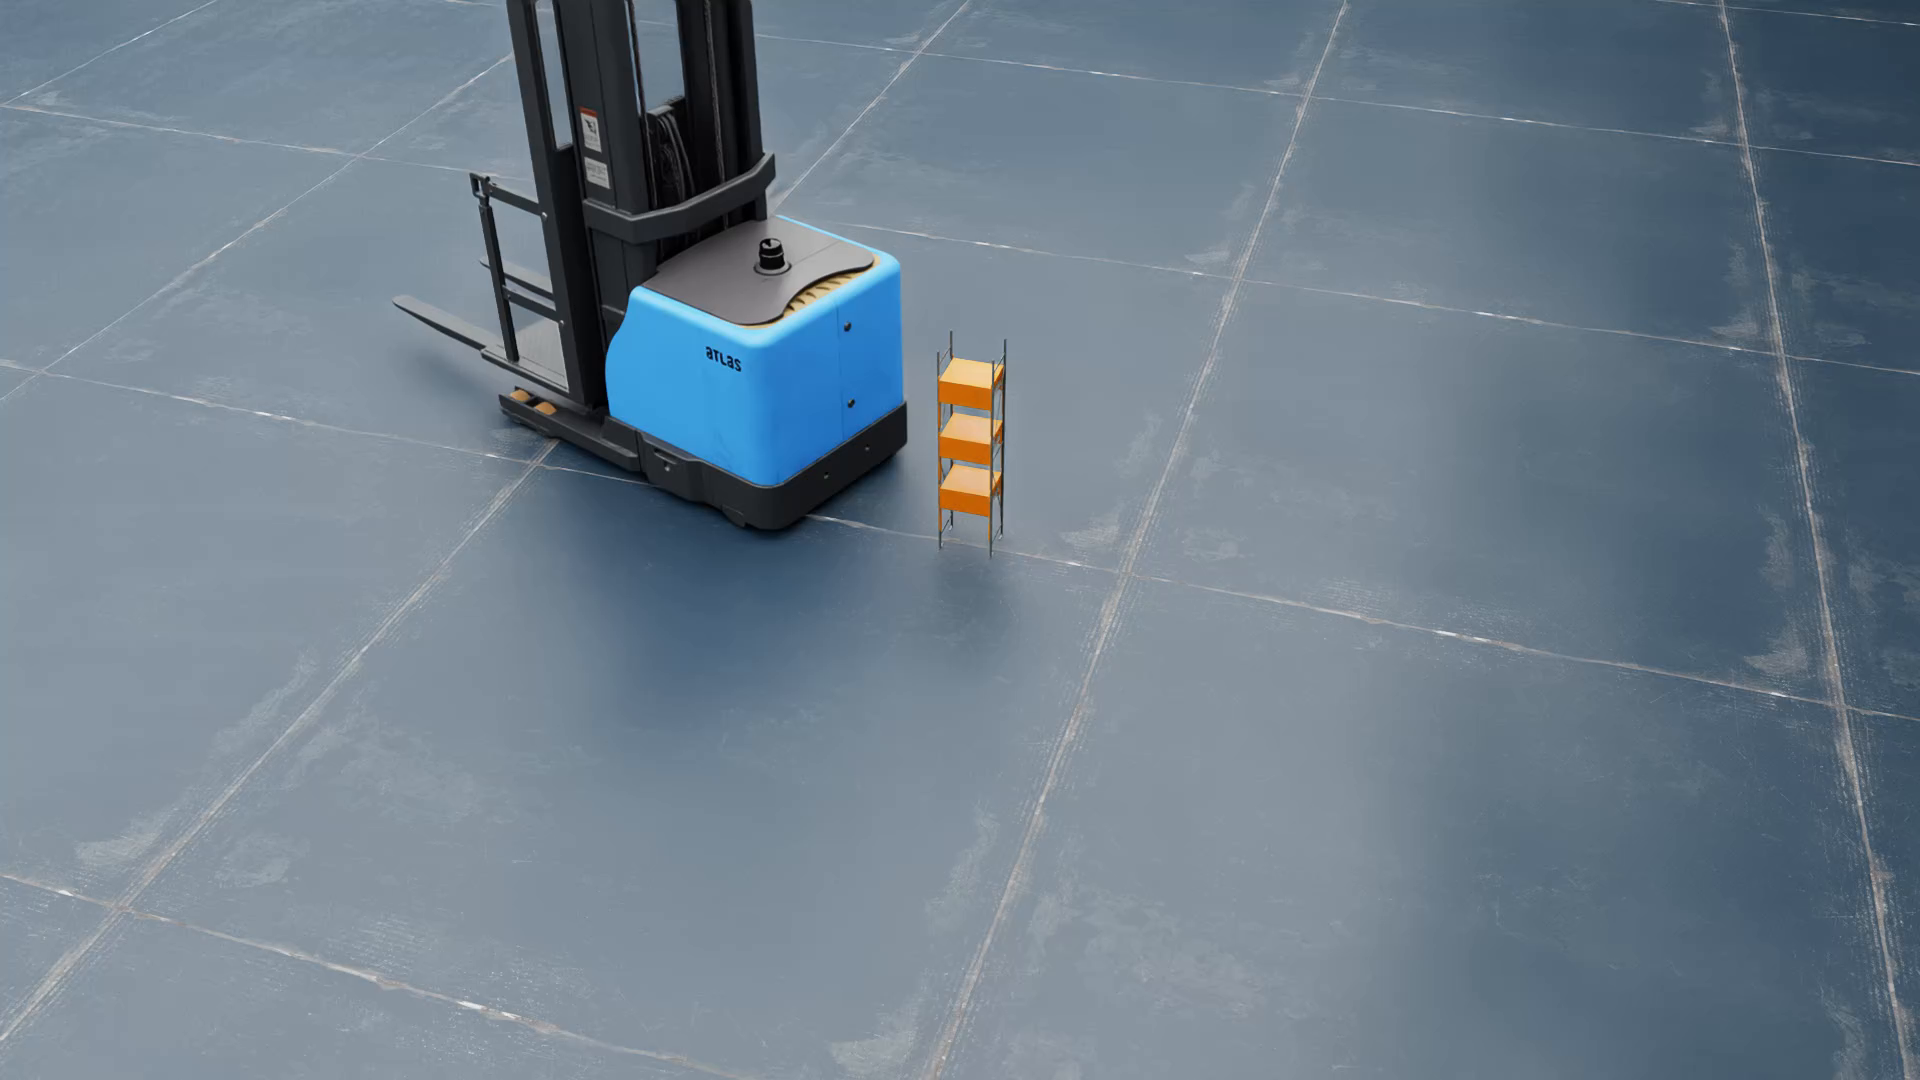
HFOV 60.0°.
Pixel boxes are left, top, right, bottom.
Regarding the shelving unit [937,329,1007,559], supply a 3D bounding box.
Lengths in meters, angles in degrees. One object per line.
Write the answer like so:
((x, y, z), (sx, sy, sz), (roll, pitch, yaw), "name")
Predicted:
((0.051, -0.413, 7.426), (0.252, 1.050, 0.215), (10, 38, 14), "shelving unit")

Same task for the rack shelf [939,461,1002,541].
((0.051, -0.181, 7.597), (0.240, 0.259, 0.215), (10, 38, 14), "rack shelf")

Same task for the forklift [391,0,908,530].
((-1.738, -1.936, 7.908), (3.031, 2.935, 1.130), (25, 43, 29), "forklift")

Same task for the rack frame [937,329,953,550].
((-0.065, -0.435, 7.455), (0.008, 1.050, 0.200), (10, 38, 14), "rack frame")

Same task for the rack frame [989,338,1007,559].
((0.168, -0.392, 7.397), (0.008, 1.050, 0.200), (10, 38, 14), "rack frame")

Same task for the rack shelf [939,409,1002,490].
((0.051, -0.405, 7.432), (0.240, 0.259, 0.215), (10, 38, 14), "rack shelf")

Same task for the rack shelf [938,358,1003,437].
((0.051, -0.633, 7.264), (0.240, 0.259, 0.215), (10, 38, 14), "rack shelf")
